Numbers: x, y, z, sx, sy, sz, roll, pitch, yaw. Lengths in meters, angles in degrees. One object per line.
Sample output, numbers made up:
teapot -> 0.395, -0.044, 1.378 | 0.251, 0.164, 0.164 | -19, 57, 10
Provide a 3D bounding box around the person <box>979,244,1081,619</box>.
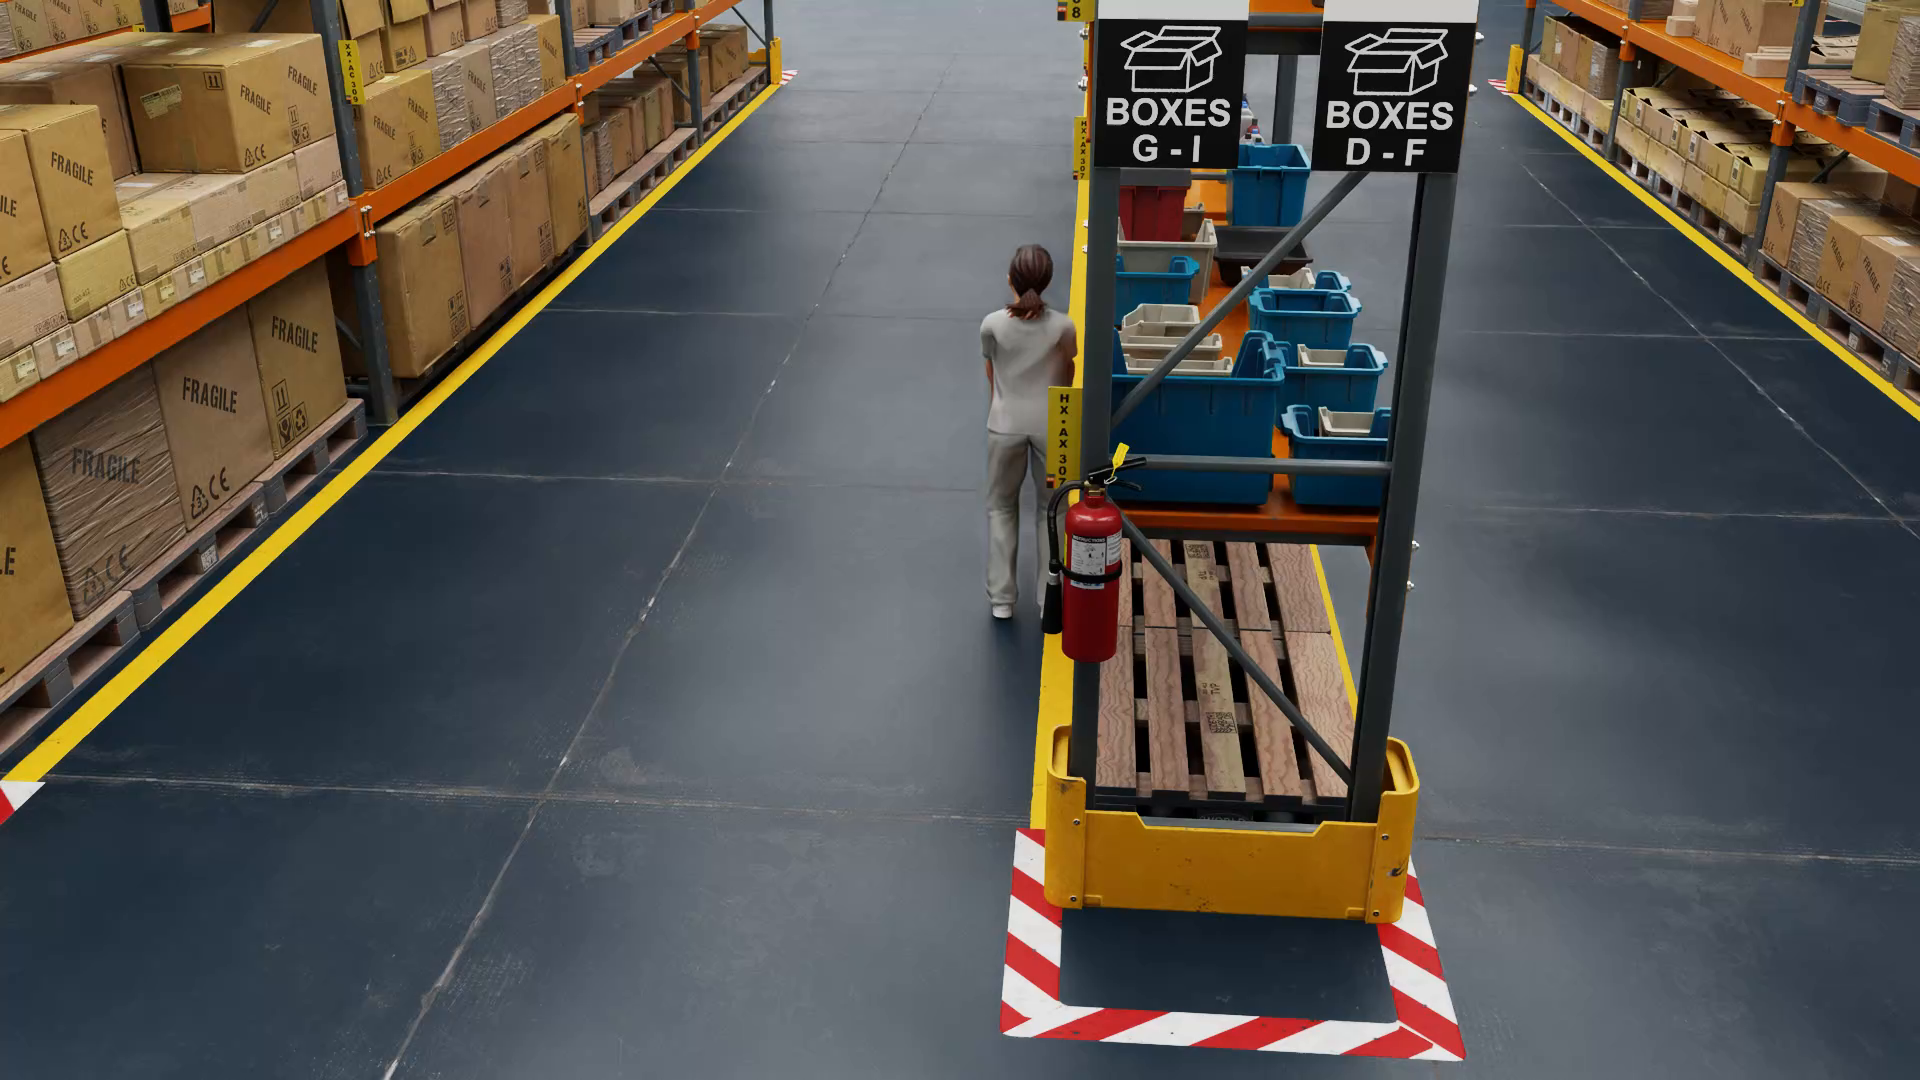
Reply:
person -> 0.296, -0.475, 7.161 | 0.424, 1.666, 0.542 | 2, 25, 4
